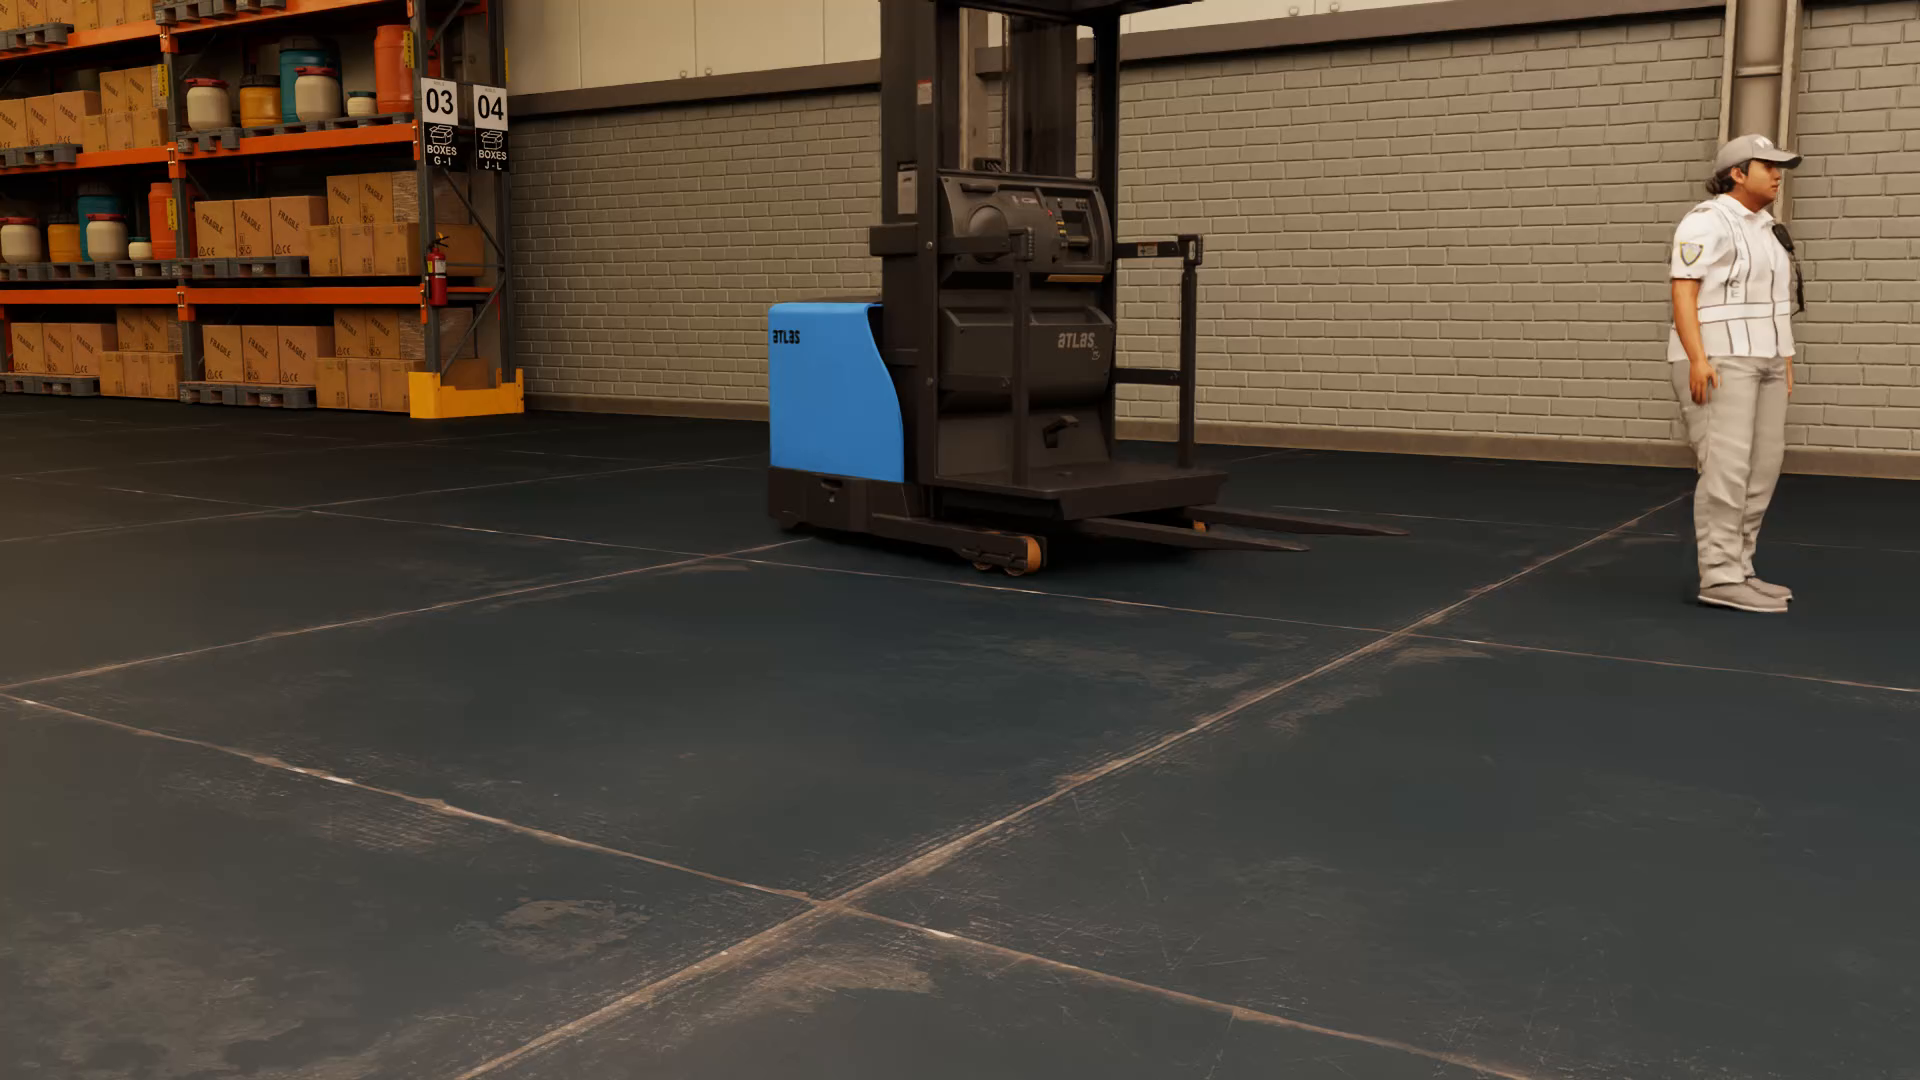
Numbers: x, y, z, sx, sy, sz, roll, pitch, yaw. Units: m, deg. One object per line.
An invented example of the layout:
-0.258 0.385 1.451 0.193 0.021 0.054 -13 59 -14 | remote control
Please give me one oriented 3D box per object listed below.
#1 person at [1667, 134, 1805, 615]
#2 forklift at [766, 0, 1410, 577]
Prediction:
2.835 -0.603 5.953 0.578 1.675 0.524 -5 10 -33 | person
0.433 -1.386 6.939 1.130 2.935 3.031 -7 11 -41 | forklift
